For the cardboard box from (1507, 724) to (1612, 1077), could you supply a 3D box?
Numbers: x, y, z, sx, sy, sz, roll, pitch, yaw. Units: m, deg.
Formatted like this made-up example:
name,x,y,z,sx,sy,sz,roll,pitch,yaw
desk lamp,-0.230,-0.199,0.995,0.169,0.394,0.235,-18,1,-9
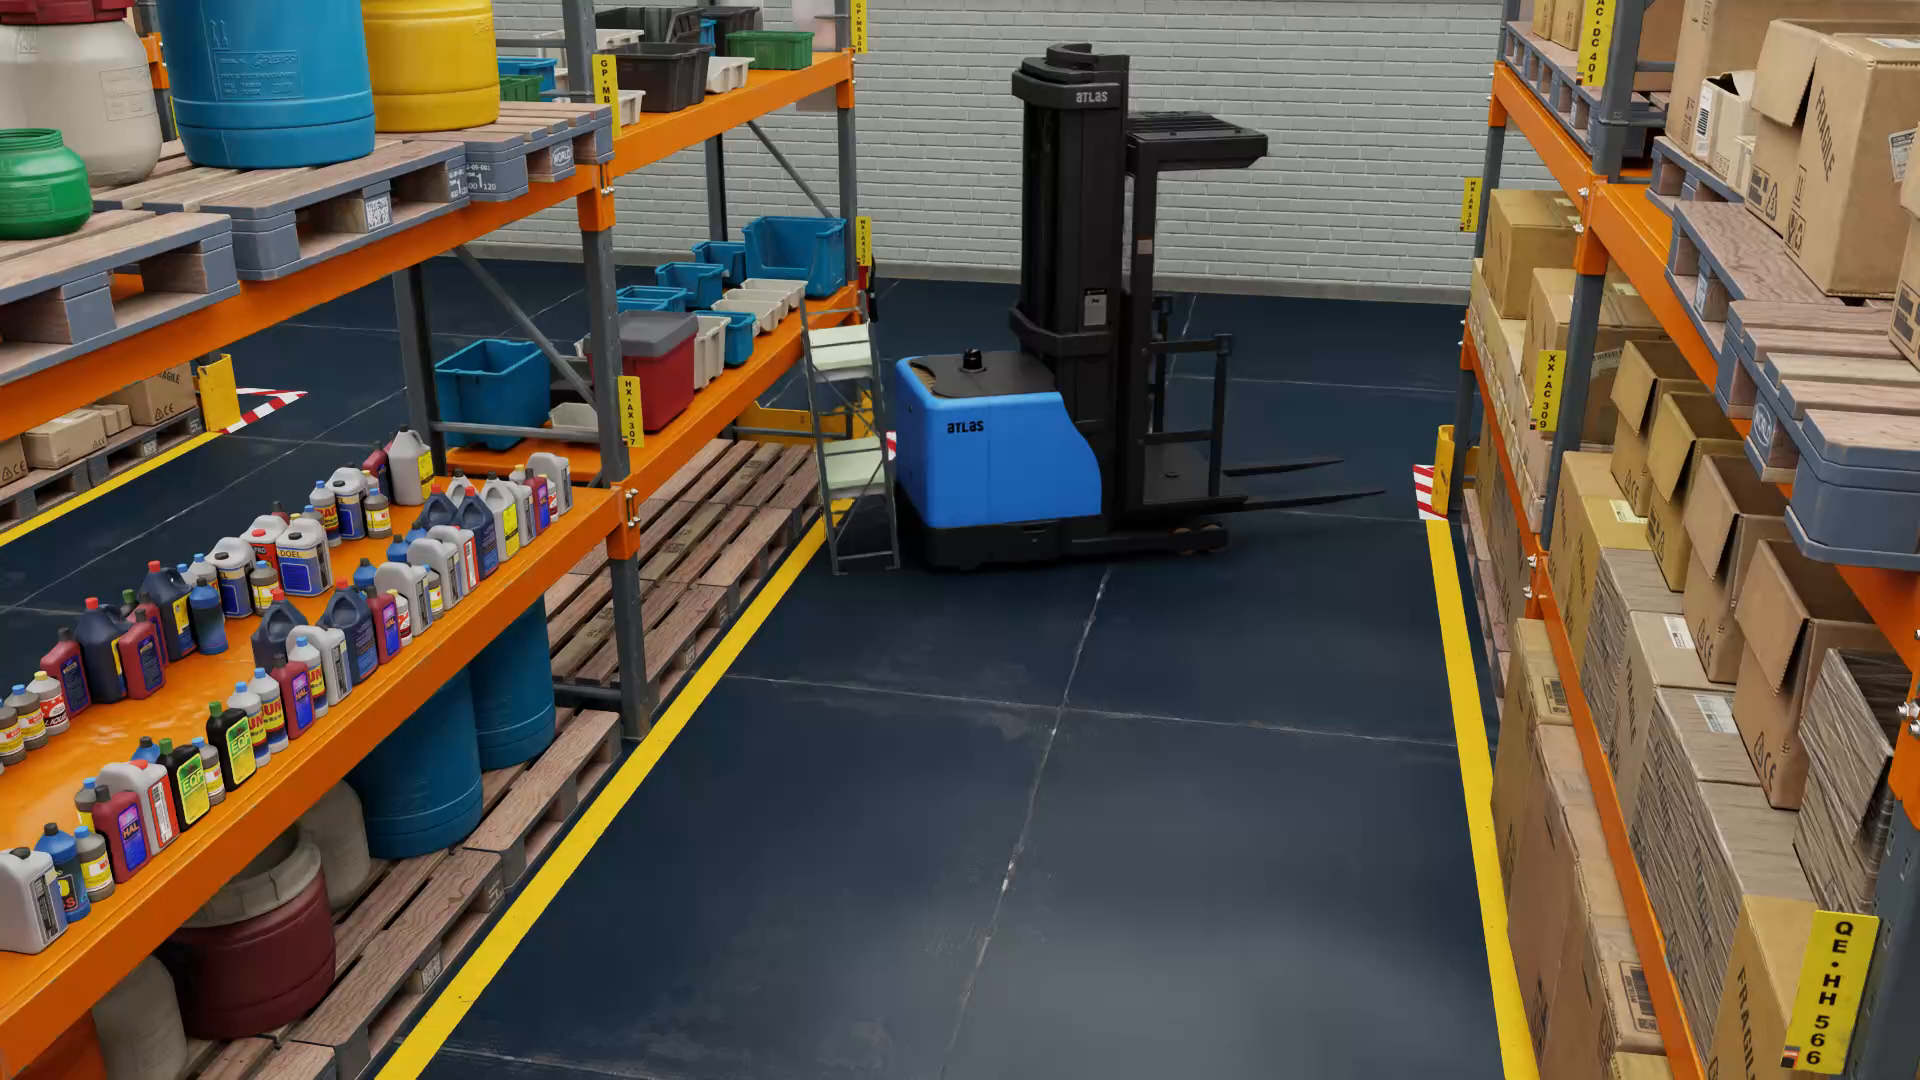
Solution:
name,x,y,z,sx,sy,sz,roll,pitch,yaw
cardboard box,2.558,1.248,5.522,1.225,0.875,0.875,4,22,9

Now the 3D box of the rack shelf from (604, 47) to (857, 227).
name,x,y,z,sx,sy,sz,roll,pitch,yaw
rack shelf,-1.590,-2.272,8.928,1.077,0.370,4.000,4,22,11

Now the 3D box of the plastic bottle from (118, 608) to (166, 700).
name,x,y,z,sx,sy,sz,roll,pitch,yaw
plastic bottle,-2.737,0.379,5.554,0.061,0.283,0.133,4,22,11

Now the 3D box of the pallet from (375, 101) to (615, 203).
name,x,y,z,sx,sy,sz,roll,pitch,yaw
pallet,-2.062,-1.493,6.282,1.213,0.211,1.003,4,22,11

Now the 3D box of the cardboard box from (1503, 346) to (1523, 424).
name,x,y,z,sx,sy,sz,roll,pitch,yaw
cardboard box,2.891,-0.731,7.957,0.500,0.250,0.500,5,22,12

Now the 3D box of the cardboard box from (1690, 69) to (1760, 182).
name,x,y,z,sx,sy,sz,roll,pitch,yaw
cardboard box,2.539,-1.256,4.999,0.500,0.311,0.500,4,22,9

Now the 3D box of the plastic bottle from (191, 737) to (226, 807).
name,x,y,z,sx,sy,sz,roll,pitch,yaw
plastic bottle,-2.237,0.680,4.916,0.097,0.201,0.097,0,22,0

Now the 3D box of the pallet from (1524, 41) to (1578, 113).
name,x,y,z,sx,sy,sz,roll,pitch,yaw
pallet,3.279,-2.199,7.902,1.003,0.211,1.213,4,22,11

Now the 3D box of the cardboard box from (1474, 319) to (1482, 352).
name,x,y,z,sx,sy,sz,roll,pitch,yaw
cardboard box,3.169,-1.160,9.554,0.380,0.149,0.250,4,22,10

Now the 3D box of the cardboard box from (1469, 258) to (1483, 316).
name,x,y,z,sx,sy,sz,roll,pitch,yaw
cardboard box,3.305,-1.482,9.820,0.500,0.250,0.500,4,22,9

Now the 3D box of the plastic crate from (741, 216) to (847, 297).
name,x,y,z,sx,sy,sz,roll,pitch,yaw
plastic crate,-1.067,-1.853,10.813,0.616,0.435,0.499,4,22,11

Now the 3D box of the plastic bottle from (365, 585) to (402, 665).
name,x,y,z,sx,sy,sz,roll,pitch,yaw
plastic bottle,-2.017,0.280,5.799,0.061,0.283,0.133,4,22,11

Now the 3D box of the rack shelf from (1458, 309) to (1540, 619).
name,x,y,z,sx,sy,sz,roll,pitch,yaw
rack shelf,3.259,-0.503,8.551,1.077,0.370,4.000,4,22,11

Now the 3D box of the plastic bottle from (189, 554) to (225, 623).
name,x,y,z,sx,sy,sz,roll,pitch,yaw
plastic bottle,-2.752,0.181,6.062,0.097,0.271,0.097,0,22,0

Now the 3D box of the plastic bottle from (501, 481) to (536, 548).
name,x,y,z,sx,sy,sz,roll,pitch,yaw
plastic bottle,-1.836,-0.123,6.810,0.152,0.276,0.135,4,22,11

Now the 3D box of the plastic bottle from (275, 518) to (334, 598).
name,x,y,z,sx,sy,sz,roll,pitch,yaw
plastic bottle,-2.505,0.065,6.343,0.152,0.276,0.135,4,22,11

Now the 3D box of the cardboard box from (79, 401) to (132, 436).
name,x,y,z,sx,sy,sz,roll,pitch,yaw
cardboard box,-6.071,-0.856,11.667,0.380,0.166,0.250,4,22,11

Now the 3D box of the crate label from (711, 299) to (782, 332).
name,x,y,z,sx,sy,sz,roll,pitch,yaw
crate label,-1.277,-1.331,9.915,0.396,0.136,0.243,4,22,11

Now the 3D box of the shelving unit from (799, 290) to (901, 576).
name,x,y,z,sx,sy,sz,roll,pitch,yaw
shelving unit,-0.657,-0.641,9.878,0.431,1.500,0.755,-7,23,-4

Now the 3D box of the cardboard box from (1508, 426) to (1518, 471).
name,x,y,z,sx,sy,sz,roll,pitch,yaw
cardboard box,2.750,-0.407,7.686,0.380,0.149,0.250,5,22,12

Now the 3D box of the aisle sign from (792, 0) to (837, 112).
name,x,y,z,sx,sy,sz,roll,pitch,yaw
aisle sign,-0.880,-3.156,10.694,0.394,0.787,0.004,4,22,11

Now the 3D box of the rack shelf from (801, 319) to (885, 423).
name,x,y,z,sx,sy,sz,roll,pitch,yaw
rack shelf,-0.690,-0.999,9.726,0.431,0.370,0.720,-7,23,-4

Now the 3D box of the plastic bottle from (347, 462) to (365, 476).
name,x,y,z,sx,sy,sz,roll,pitch,yaw
plastic bottle,-2.543,-0.194,6.992,0.097,0.271,0.097,0,22,0

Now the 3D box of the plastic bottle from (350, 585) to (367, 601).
name,x,y,z,sx,sy,sz,roll,pitch,yaw
plastic bottle,-2.098,0.286,5.800,0.097,0.271,0.097,0,22,0

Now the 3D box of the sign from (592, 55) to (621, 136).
name,x,y,z,sx,sy,sz,roll,pitch,yaw
sign,-1.460,-1.836,6.870,0.100,0.325,0.005,4,22,11

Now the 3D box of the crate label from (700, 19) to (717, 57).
name,x,y,z,sx,sy,sz,roll,pitch,yaw
crate label,-1.686,-2.956,9.861,0.408,0.251,0.502,4,22,11

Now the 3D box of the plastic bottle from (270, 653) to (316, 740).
name,x,y,z,sx,sy,sz,roll,pitch,yaw
plastic bottle,-2.129,0.481,5.300,0.061,0.283,0.133,4,22,11

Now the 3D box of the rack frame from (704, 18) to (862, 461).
name,x,y,z,sx,sy,sz,roll,pitch,yaw
rack frame,-1.182,-1.946,11.170,1.000,3.000,0.127,4,22,11

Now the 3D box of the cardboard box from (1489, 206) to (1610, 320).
name,x,y,z,sx,sy,sz,roll,pitch,yaw
cardboard box,3.103,-1.457,8.755,0.500,0.500,0.500,4,22,9

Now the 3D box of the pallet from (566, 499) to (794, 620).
name,x,y,z,sx,sy,sz,roll,pitch,yaw
pallet,-1.639,0.091,9.845,1.003,0.211,1.213,4,22,11

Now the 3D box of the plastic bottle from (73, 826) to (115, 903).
name,x,y,z,sx,sy,sz,roll,pitch,yaw
plastic bottle,-2.339,0.862,4.463,0.097,0.201,0.097,0,22,0

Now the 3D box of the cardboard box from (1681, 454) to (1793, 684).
name,x,y,z,sx,sy,sz,roll,pitch,yaw
cardboard box,2.466,0.096,4.624,0.797,0.503,0.637,5,23,13

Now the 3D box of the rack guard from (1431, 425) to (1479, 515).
name,x,y,z,sx,sy,sz,roll,pitch,yaw
rack guard,3.672,-0.418,10.721,1.175,0.500,0.348,4,22,11

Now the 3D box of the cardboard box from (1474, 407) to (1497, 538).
name,x,y,z,sx,sy,sz,roll,pitch,yaw
cardboard box,3.615,-0.537,9.955,0.875,0.875,0.875,4,22,11

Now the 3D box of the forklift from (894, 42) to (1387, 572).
name,x,y,z,sx,sy,sz,roll,pitch,yaw
forklift,1.158,-1.451,10.034,3.031,2.935,1.130,-5,23,-13

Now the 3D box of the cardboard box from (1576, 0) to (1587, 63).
name,x,y,z,sx,sy,sz,roll,pitch,yaw
cardboard box,3.066,-2.272,7.134,0.700,0.500,0.500,6,23,14

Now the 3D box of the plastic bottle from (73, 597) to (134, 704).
name,x,y,z,sx,sy,sz,roll,pitch,yaw
plastic bottle,-2.843,0.349,5.537,0.144,0.351,0.185,4,22,11

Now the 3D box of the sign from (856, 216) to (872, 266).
name,x,y,z,sx,sy,sz,roll,pitch,yaw
sign,-0.640,-1.986,11.050,0.100,0.325,0.005,4,22,11

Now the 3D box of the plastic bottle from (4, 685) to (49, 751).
name,x,y,z,sx,sy,sz,roll,pitch,yaw
plastic bottle,-2.942,0.553,5.232,0.097,0.201,0.097,0,22,0

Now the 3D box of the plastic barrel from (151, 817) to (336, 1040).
name,x,y,z,sx,sy,sz,roll,pitch,yaw
plastic barrel,-2.501,1.310,5.750,0.600,0.588,0.708,4,22,11

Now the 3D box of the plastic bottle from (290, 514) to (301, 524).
name,x,y,z,sx,sy,sz,roll,pitch,yaw
plastic bottle,-2.630,-0.005,6.617,0.097,0.201,0.097,0,22,0

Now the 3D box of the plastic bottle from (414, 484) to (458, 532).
name,x,y,z,sx,sy,sz,roll,pitch,yaw
plastic bottle,-2.044,-0.042,6.510,0.144,0.351,0.185,4,22,11

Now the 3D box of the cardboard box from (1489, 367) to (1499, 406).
name,x,y,z,sx,sy,sz,roll,pitch,yaw
cardboard box,2.959,-0.785,8.623,0.380,0.149,0.250,4,22,10

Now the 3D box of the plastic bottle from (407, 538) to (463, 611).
name,x,y,z,sx,sy,sz,roll,pitch,yaw
plastic bottle,-1.967,0.111,6.230,0.152,0.276,0.135,4,22,11

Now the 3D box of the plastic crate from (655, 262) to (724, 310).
name,x,y,z,sx,sy,sz,roll,pitch,yaw
plastic crate,-1.689,-1.590,10.430,0.416,0.233,0.300,4,22,11

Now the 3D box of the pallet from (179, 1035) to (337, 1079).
name,x,y,z,sx,sy,sz,roll,pitch,yaw
pallet,-2.694,1.982,5.150,1.003,0.211,1.213,4,22,11

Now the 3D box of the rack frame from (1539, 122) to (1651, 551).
name,x,y,z,sx,sy,sz,roll,pitch,yaw
rack frame,2.851,-0.105,6.600,1.000,3.000,0.127,4,22,11

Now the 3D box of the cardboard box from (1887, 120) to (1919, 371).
name,x,y,z,sx,sy,sz,roll,pitch,yaw
cardboard box,2.089,-0.505,2.877,0.797,0.503,0.637,6,23,14

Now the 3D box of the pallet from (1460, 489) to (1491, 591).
name,x,y,z,sx,sy,sz,roll,pitch,yaw
pallet,3.580,0.024,10.013,1.003,0.211,1.213,4,22,11

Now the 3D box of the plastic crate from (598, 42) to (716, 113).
name,x,y,z,sx,sy,sz,roll,pitch,yaw
plastic crate,-1.476,-2.247,8.078,0.497,0.269,0.590,4,22,11

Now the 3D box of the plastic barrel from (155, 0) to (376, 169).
name,x,y,z,sx,sy,sz,roll,pitch,yaw
plastic barrel,-2.196,-1.666,5.226,0.600,0.901,0.708,4,22,11

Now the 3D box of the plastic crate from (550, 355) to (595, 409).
name,x,y,z,sx,sy,sz,roll,pitch,yaw
plastic crate,-2.033,-0.813,8.645,0.437,0.125,0.590,4,22,11

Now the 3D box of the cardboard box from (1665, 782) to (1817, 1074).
name,x,y,z,sx,sy,sz,roll,pitch,yaw
cardboard box,2.000,0.930,3.896,0.500,0.500,0.500,4,22,10

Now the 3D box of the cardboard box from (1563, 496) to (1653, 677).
name,x,y,z,sx,sy,sz,roll,pitch,yaw
cardboard box,2.410,0.181,5.754,0.500,0.500,0.500,4,22,11

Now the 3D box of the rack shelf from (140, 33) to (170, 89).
name,x,y,z,sx,sy,sz,roll,pitch,yaw
rack shelf,-6.438,-2.651,9.869,1.077,0.370,4.000,4,22,11

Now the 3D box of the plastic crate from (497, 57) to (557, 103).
name,x,y,z,sx,sy,sz,roll,pitch,yaw
plastic crate,-2.125,-2.154,7.896,0.416,0.233,0.300,4,22,11
